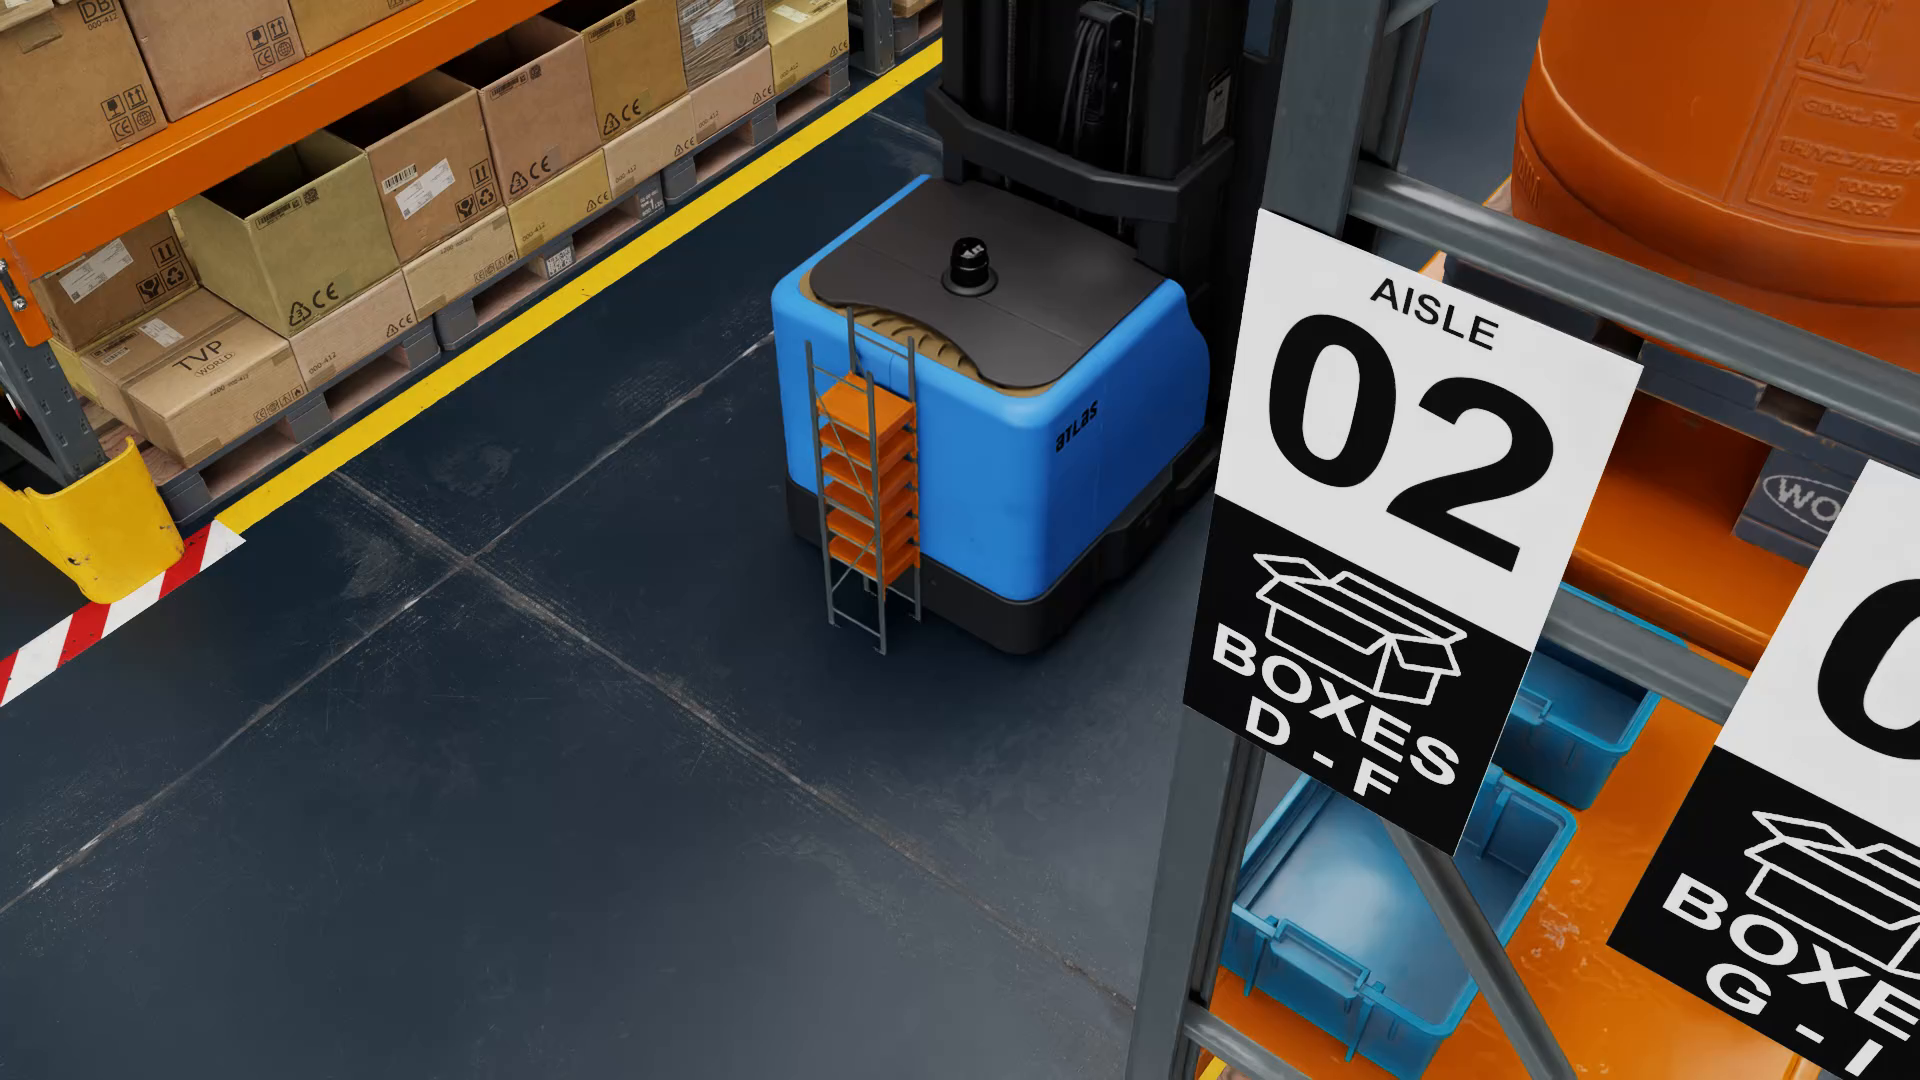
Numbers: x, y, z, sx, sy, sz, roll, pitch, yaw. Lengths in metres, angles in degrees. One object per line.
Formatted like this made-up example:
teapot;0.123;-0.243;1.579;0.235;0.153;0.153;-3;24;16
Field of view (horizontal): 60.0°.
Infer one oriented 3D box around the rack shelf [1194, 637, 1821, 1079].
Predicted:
rack shelf;1.954;0.123;4.055;1.077;0.370;4.000;29;53;25

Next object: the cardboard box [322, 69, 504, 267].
cardboard box;-2.082;-1.414;6.119;0.500;0.500;0.500;29;53;25

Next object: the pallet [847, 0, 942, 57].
pallet;-0.321;-2.937;8.410;1.003;0.211;1.213;29;53;25

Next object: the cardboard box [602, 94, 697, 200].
cardboard box;-1.458;-1.720;6.930;0.500;0.250;0.500;29;53;25

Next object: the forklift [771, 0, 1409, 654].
forklift;0.696;-1.672;5.320;1.130;2.935;3.031;28;53;24

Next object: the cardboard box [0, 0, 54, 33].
cardboard box;-2.776;-1.561;4.649;0.380;0.149;0.250;29;53;25

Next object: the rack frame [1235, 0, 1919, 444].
rack frame;0.732;-1.053;0.533;1.000;3.000;0.127;29;53;25

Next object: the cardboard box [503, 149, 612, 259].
cardboard box;-1.764;-1.434;6.657;0.500;0.250;0.500;29;53;25

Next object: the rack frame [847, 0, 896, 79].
rack frame;-0.740;-3.462;6.982;1.000;3.000;0.127;29;53;25

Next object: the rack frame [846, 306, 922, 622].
rack frame;-0.225;-0.196;5.108;0.240;1.200;0.006;28;53;24

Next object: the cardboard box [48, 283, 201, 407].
cardboard box;-3.092;-0.805;6.056;0.500;0.250;0.500;29;53;25

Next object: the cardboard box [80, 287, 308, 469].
cardboard box;-2.682;-0.576;5.837;0.500;0.250;0.500;29;53;25

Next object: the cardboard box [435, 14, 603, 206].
cardboard box;-1.763;-1.693;6.385;0.500;0.500;0.500;29;53;25

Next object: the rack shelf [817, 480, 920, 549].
rack shelf;-0.279;-0.113;5.089;0.258;0.103;0.180;28;53;24

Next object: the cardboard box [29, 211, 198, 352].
cardboard box;-3.094;-1.065;5.786;0.500;0.500;0.500;29;53;25

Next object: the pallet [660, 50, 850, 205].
pallet;-1.260;-2.062;7.574;1.003;0.211;1.213;29;53;25

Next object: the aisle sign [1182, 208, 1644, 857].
aisle sign;0.452;0.031;1.848;0.394;0.787;0.004;29;53;25

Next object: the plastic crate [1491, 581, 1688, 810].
plastic crate;1.202;0.283;3.508;0.499;0.251;0.408;29;53;25

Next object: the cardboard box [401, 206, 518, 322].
cardboard box;-2.073;-1.150;6.385;0.500;0.250;0.500;29;53;25

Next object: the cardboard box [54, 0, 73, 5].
cardboard box;-2.616;-1.713;4.794;0.380;0.149;0.250;28;52;24

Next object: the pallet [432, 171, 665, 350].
pallet;-2.005;-1.361;6.904;1.003;0.211;1.213;29;53;25

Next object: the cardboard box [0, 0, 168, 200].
cardboard box;-2.890;-1.469;5.009;0.700;0.500;0.500;29;53;25

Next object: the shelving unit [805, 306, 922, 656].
shelving unit;-0.279;-0.143;5.057;0.258;1.200;0.189;28;53;24

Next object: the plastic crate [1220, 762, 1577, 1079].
plastic crate;0.801;0.652;3.156;0.499;0.251;0.616;29;53;25

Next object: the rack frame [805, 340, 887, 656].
rack frame;-0.334;-0.090;5.006;0.240;1.200;0.006;28;53;24

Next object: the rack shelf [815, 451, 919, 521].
rack shelf;-0.279;-0.196;5.003;0.258;0.103;0.180;28;53;24

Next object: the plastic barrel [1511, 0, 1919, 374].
plastic barrel;0.928;-0.644;1.629;0.600;0.830;0.708;29;53;25

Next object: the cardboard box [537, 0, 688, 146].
cardboard box;-1.469;-1.985;6.664;0.500;0.500;0.500;29;53;25

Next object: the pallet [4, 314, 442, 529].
pallet;-2.752;-0.666;6.240;1.003;0.211;1.213;29;53;25

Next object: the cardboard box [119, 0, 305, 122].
cardboard box;-2.573;-1.771;5.299;0.700;0.500;0.500;31;53;26

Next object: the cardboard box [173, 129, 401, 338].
cardboard box;-2.378;-1.122;5.840;0.500;0.500;0.500;29;53;25

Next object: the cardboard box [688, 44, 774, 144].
cardboard box;-1.164;-2.013;7.210;0.500;0.250;0.500;29;53;25

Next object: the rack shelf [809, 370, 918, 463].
rack shelf;-0.279;-0.361;4.829;0.258;0.103;0.180;28;53;24

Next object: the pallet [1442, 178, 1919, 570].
pallet;1.315;-0.382;2.096;1.003;0.211;1.213;29;53;25

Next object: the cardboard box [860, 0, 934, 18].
cardboard box;-0.298;-2.778;7.940;0.500;0.250;0.500;28;52;24

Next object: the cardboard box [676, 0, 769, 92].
cardboard box;-1.166;-2.273;6.939;0.500;0.500;0.500;29;53;25

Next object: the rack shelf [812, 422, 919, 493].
rack shelf;-0.279;-0.278;4.916;0.258;0.103;0.180;28;53;24

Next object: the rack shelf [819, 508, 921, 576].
rack shelf;-0.279;-0.030;5.176;0.258;0.103;0.180;28;53;24

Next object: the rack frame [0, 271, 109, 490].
rack frame;-3.186;-1.173;4.796;1.000;3.000;0.127;29;53;25

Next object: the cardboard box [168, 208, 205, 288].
cardboard box;-2.796;-1.097;6.335;0.500;0.250;0.500;29;53;25

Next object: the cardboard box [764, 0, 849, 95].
cardboard box;-0.851;-2.295;7.479;0.500;0.250;0.500;29;53;25

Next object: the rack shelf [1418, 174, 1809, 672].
rack shelf;1.954;-0.913;2.971;1.077;0.370;4.000;29;53;25

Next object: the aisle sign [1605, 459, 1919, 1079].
aisle sign;0.919;0.292;1.599;0.394;0.787;0.004;29;53;25

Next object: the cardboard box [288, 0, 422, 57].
cardboard box;-2.265;-2.053;5.567;0.700;0.500;0.500;30;53;25

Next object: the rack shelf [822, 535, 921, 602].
rack shelf;-0.279;0.053;5.263;0.258;0.103;0.180;28;53;24

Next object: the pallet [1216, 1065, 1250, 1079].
pallet;1.242;1.456;4.213;1.003;0.211;1.213;29;53;25

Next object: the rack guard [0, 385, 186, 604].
rack guard;-3.201;-0.296;5.687;1.175;0.500;0.348;29;53;25

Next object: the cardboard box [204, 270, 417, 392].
cardboard box;-2.379;-0.864;6.112;0.500;0.250;0.500;29;53;25

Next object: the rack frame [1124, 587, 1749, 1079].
rack frame;0.732;1.019;2.702;1.000;3.000;0.127;29;53;25

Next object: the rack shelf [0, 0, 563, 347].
rack shelf;-1.963;-2.069;6.149;1.077;0.370;4.000;29;53;25
